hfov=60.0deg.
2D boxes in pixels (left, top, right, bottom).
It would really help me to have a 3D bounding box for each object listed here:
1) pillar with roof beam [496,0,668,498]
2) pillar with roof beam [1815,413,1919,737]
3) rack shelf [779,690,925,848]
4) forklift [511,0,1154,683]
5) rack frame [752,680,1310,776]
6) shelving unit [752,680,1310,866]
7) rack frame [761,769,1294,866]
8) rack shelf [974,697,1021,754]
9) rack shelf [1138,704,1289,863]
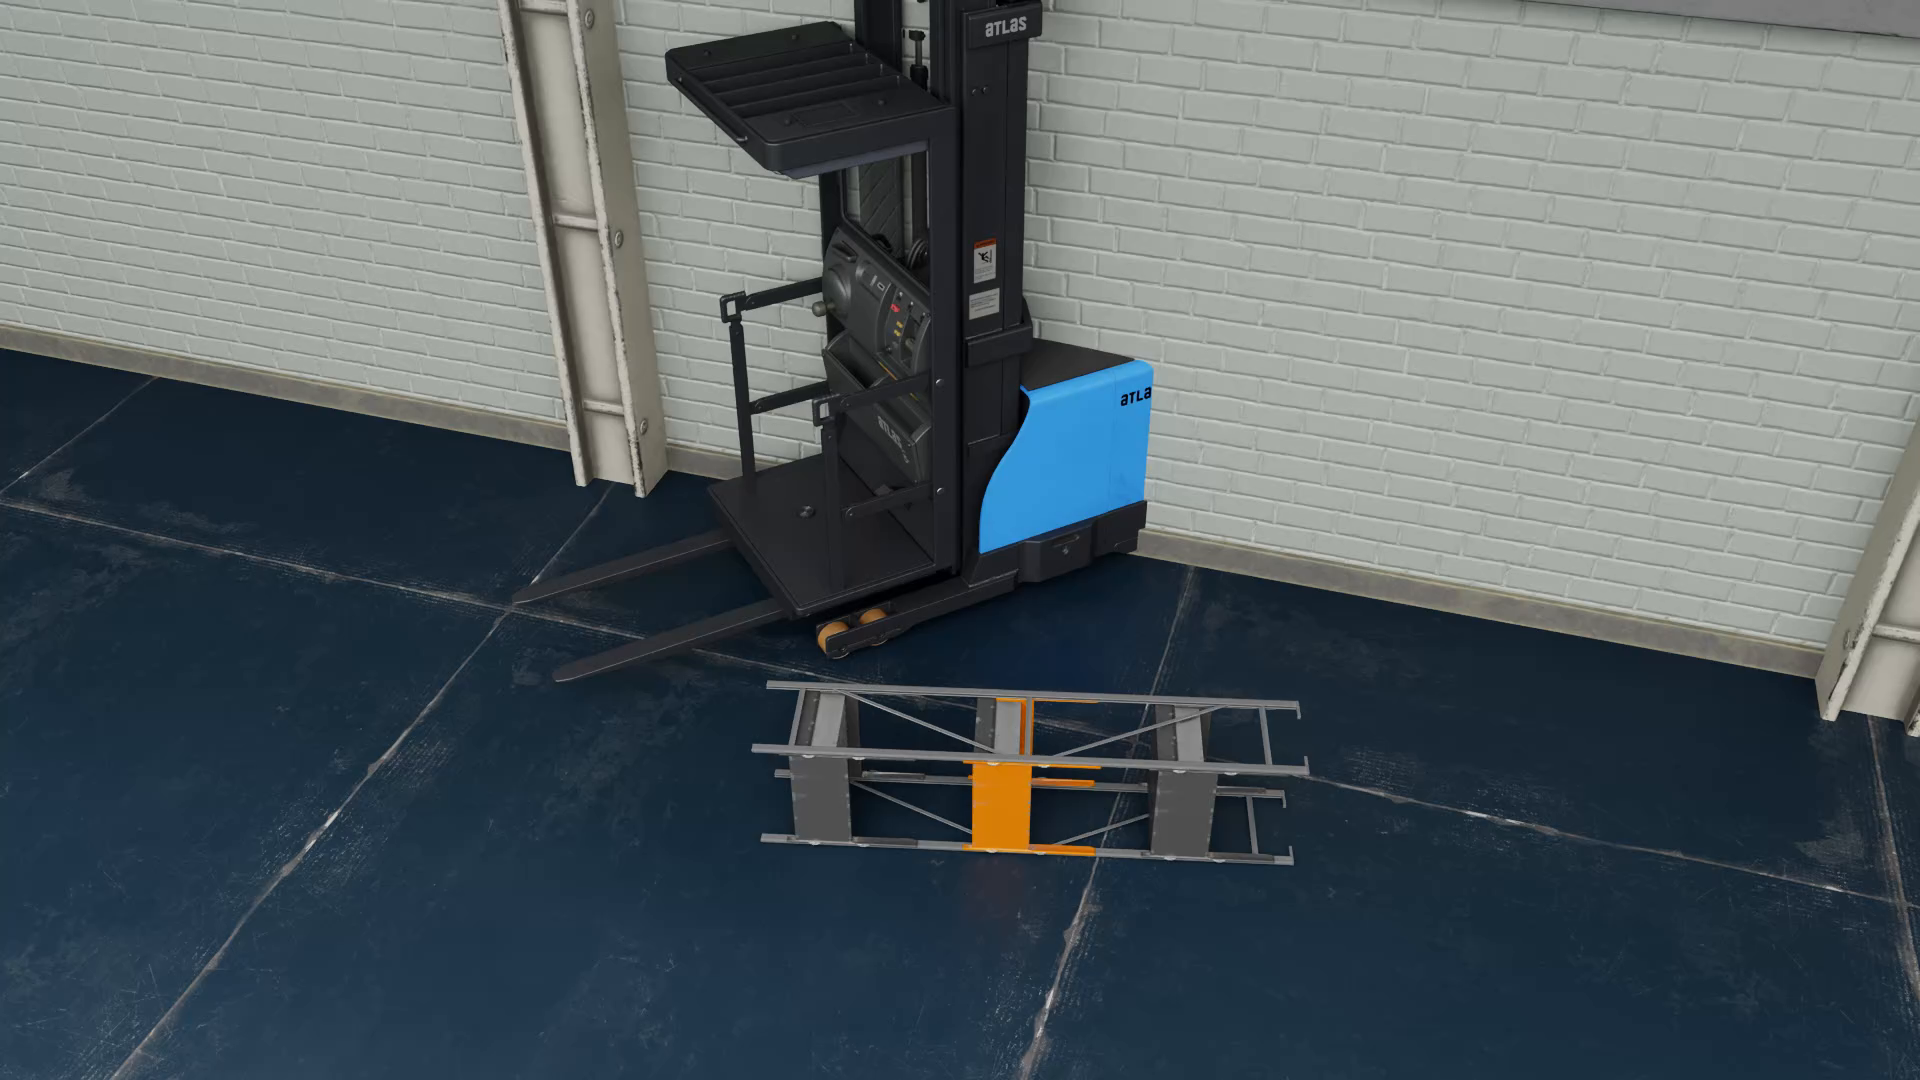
[{"bbox_3d":[-3.046,-1.528,2.734,0.400,9.000,9.100,10,38,14],"label":"pillar with roof beam"},{"bbox_3d":[2.681,-0.467,1.293,0.400,9.000,9.100,10,38,14],"label":"pillar with roof beam"},{"bbox_3d":[-0.416,0.893,6.601,0.518,0.480,0.431,2,36,3],"label":"rack shelf"},{"bbox_3d":[-0.547,-1.003,7.140,3.031,2.935,1.130,-18,40,-23],"label":"forklift"},{"bbox_3d":[0.269,0.720,6.424,2.100,0.015,0.400,2,36,3],"label":"rack frame"},{"bbox_3d":[0.269,0.917,6.569,2.100,0.503,0.431,2,36,3],"label":"shelving unit"},{"bbox_3d":[0.269,1.113,6.714,2.100,0.015,0.400,2,36,3],"label":"rack frame"},{"bbox_3d":[0.146,0.912,6.575,0.174,0.457,0.368,2,36,3],"label":"rack shelf"},{"bbox_3d":[0.982,0.941,6.535,0.518,0.480,0.431,2,36,3],"label":"rack shelf"}]
